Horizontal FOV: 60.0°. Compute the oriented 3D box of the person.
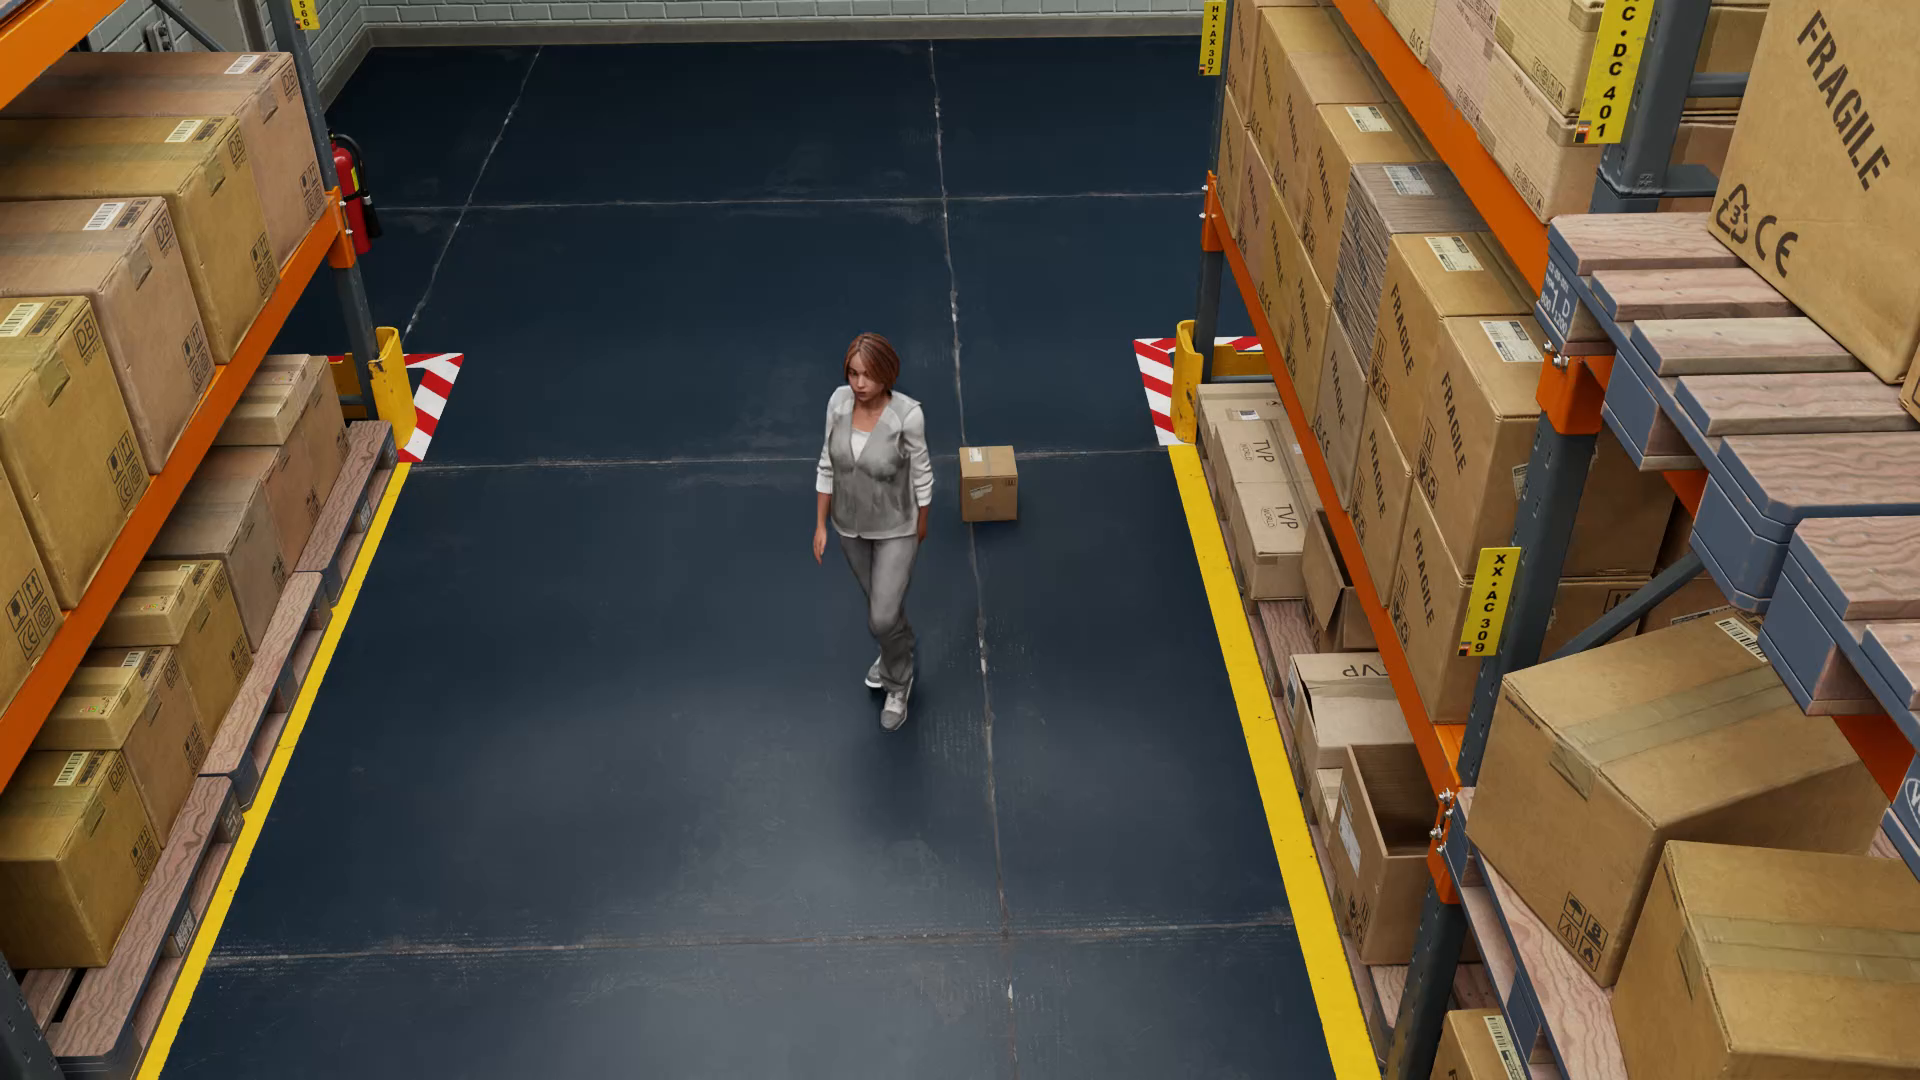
[{"bbox_3d":[-0.315,-0.036,6.205,0.405,1.636,0.482,16,39,21],"label":"person"}]
